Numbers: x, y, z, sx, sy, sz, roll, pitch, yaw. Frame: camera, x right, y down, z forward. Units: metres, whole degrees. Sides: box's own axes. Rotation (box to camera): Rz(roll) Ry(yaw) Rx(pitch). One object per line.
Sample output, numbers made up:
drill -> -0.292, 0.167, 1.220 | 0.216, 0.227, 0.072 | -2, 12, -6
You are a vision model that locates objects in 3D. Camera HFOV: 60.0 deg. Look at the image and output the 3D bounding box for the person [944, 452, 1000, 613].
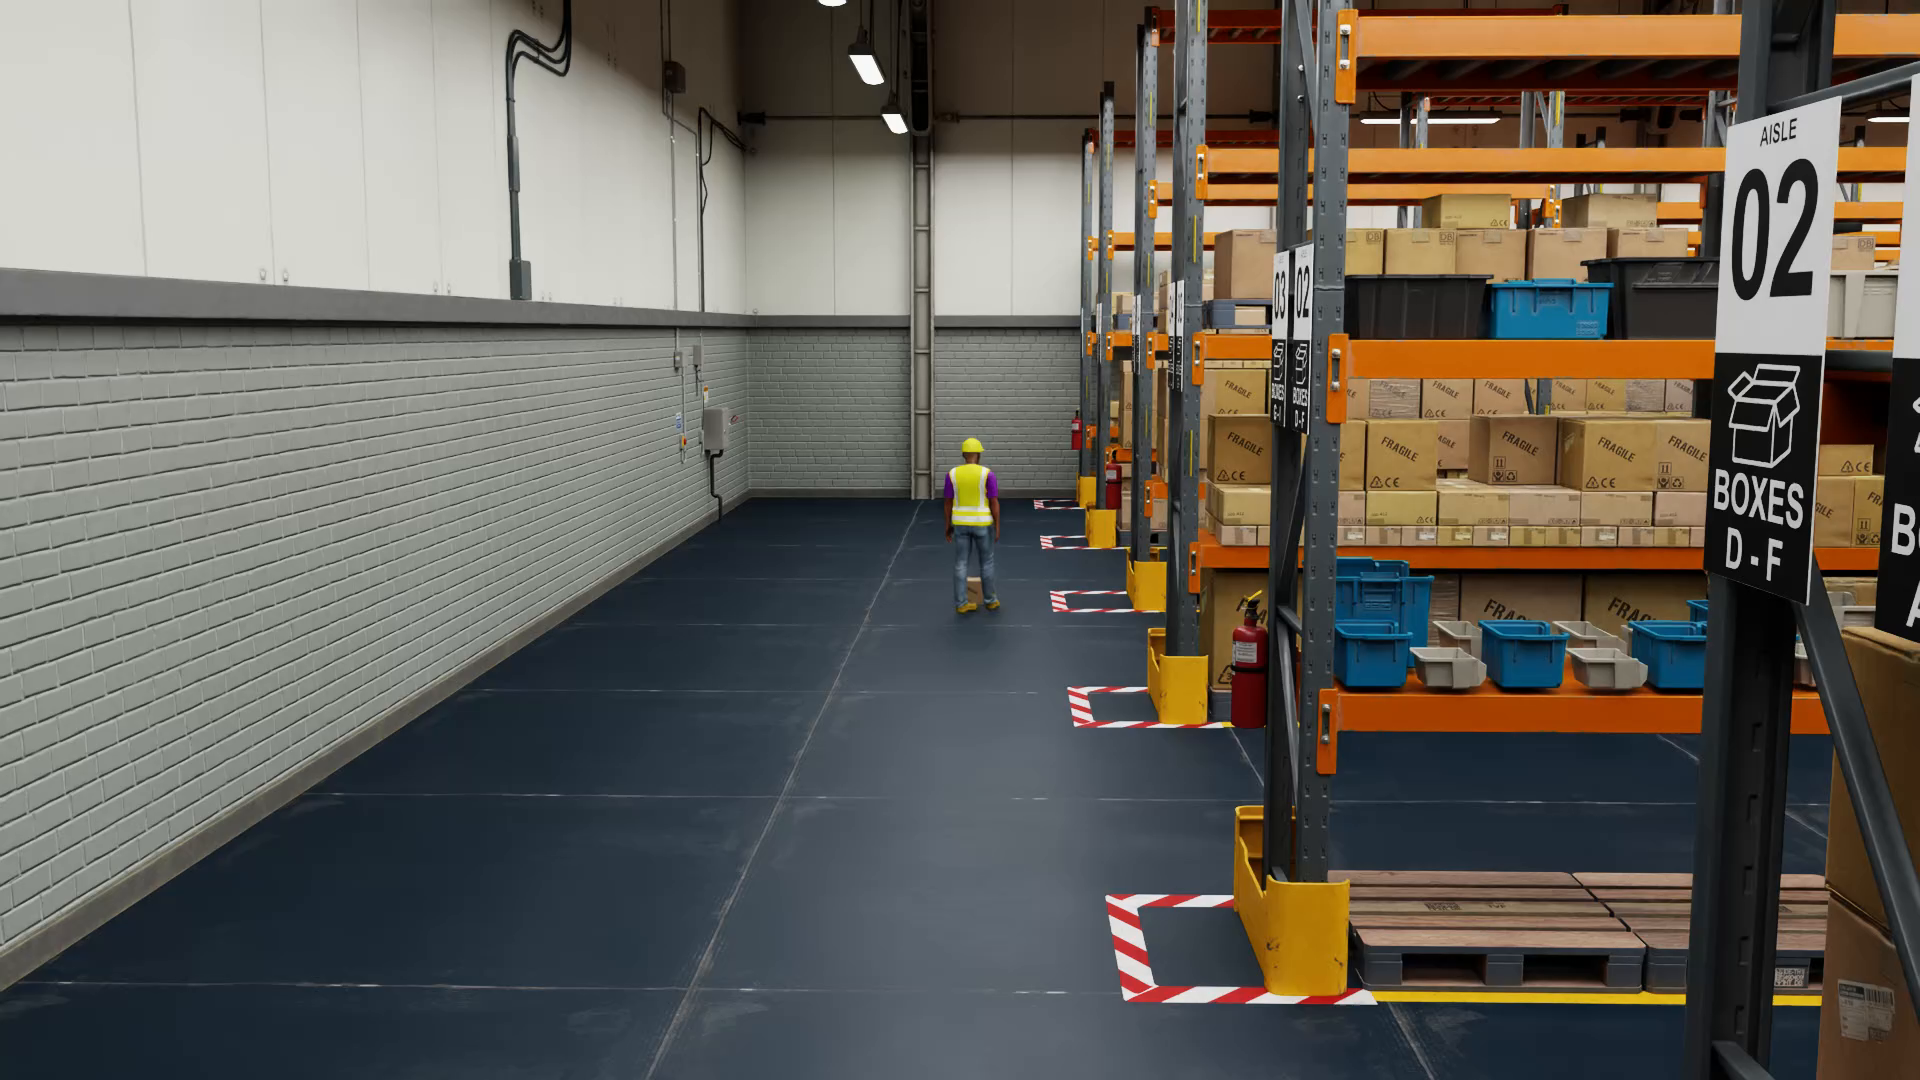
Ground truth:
person -> 0.147, -0.148, 16.969 | 0.575, 1.726, 0.612 | 2, 7, 12
